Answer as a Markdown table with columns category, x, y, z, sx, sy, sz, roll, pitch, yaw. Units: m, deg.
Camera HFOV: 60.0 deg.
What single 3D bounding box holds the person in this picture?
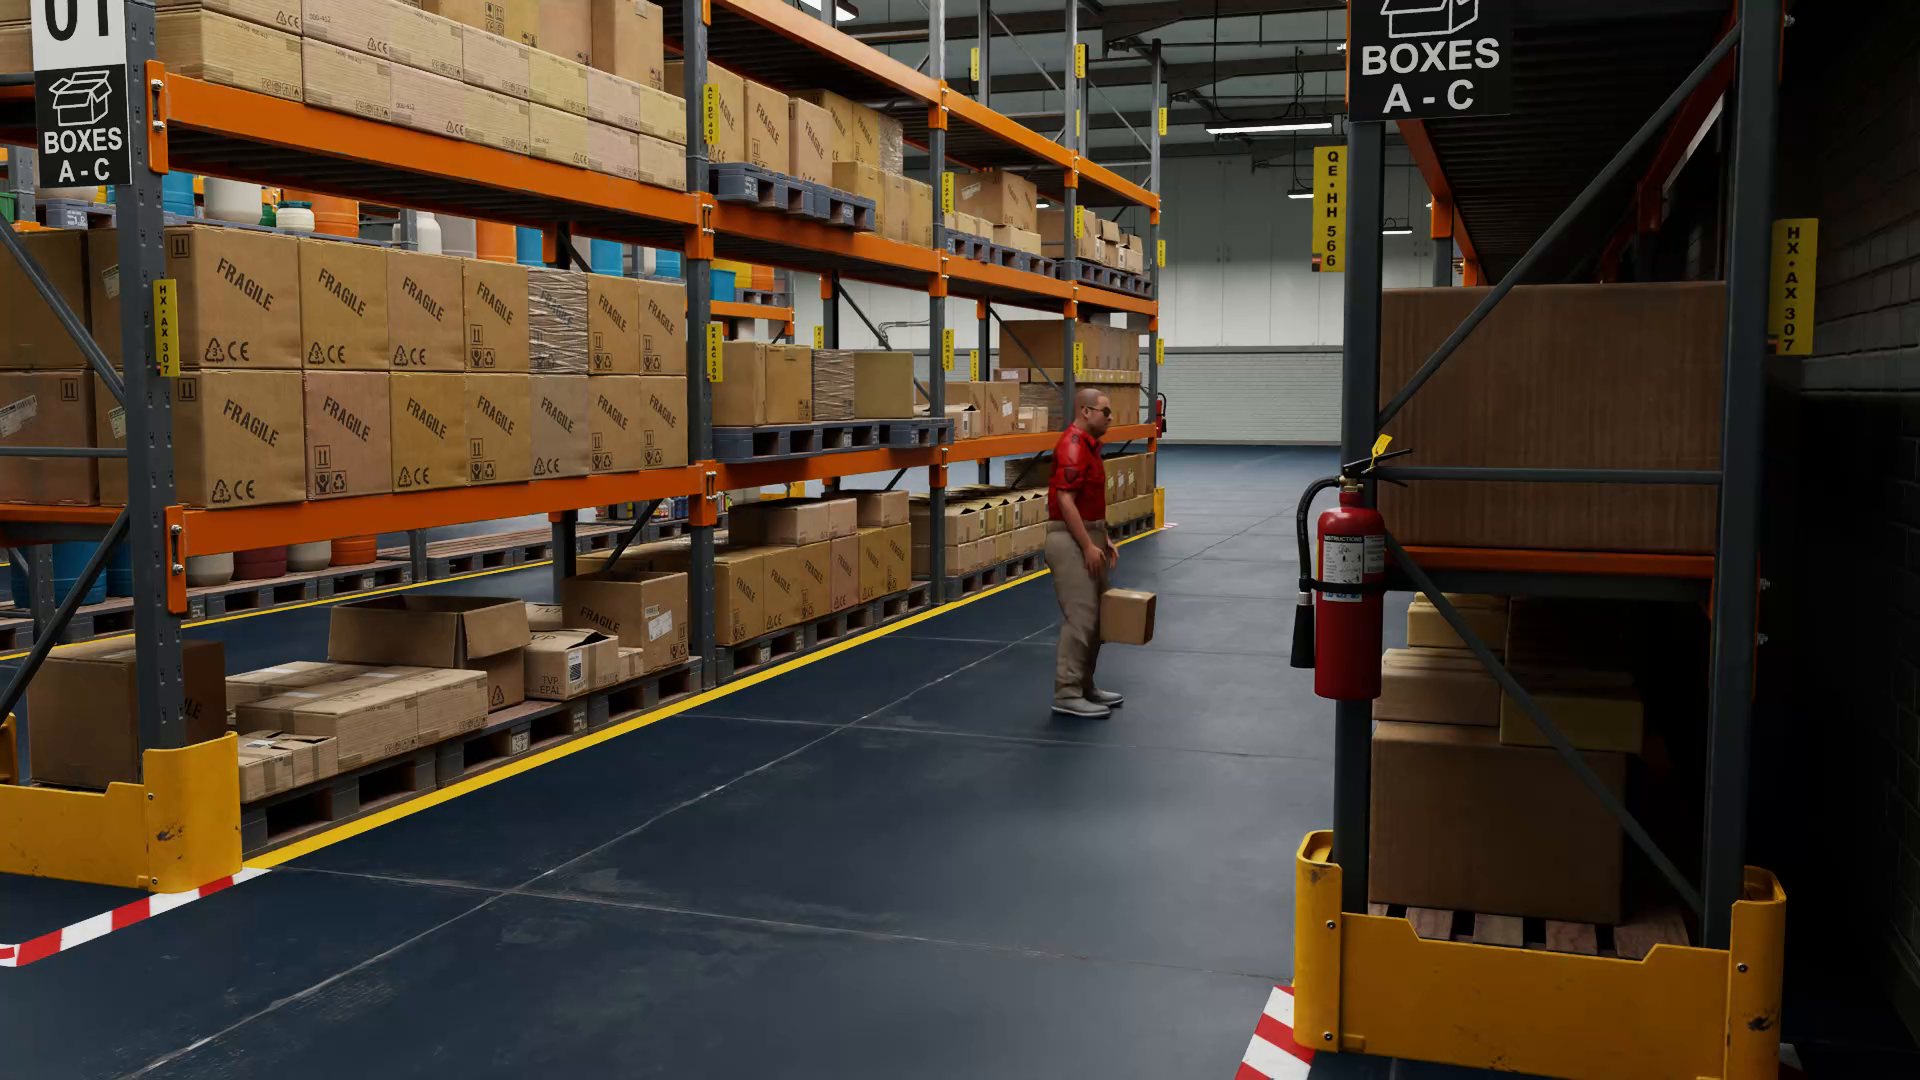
| category | x | y | z | sx | sy | sz | roll | pitch | yaw |
| --- | --- | --- | --- | --- | --- | --- | --- | --- | --- |
| person | 0.669 | 0.053 | 8.960 | 0.392 | 1.731 | 0.561 | 2 | 5 | 17 |
